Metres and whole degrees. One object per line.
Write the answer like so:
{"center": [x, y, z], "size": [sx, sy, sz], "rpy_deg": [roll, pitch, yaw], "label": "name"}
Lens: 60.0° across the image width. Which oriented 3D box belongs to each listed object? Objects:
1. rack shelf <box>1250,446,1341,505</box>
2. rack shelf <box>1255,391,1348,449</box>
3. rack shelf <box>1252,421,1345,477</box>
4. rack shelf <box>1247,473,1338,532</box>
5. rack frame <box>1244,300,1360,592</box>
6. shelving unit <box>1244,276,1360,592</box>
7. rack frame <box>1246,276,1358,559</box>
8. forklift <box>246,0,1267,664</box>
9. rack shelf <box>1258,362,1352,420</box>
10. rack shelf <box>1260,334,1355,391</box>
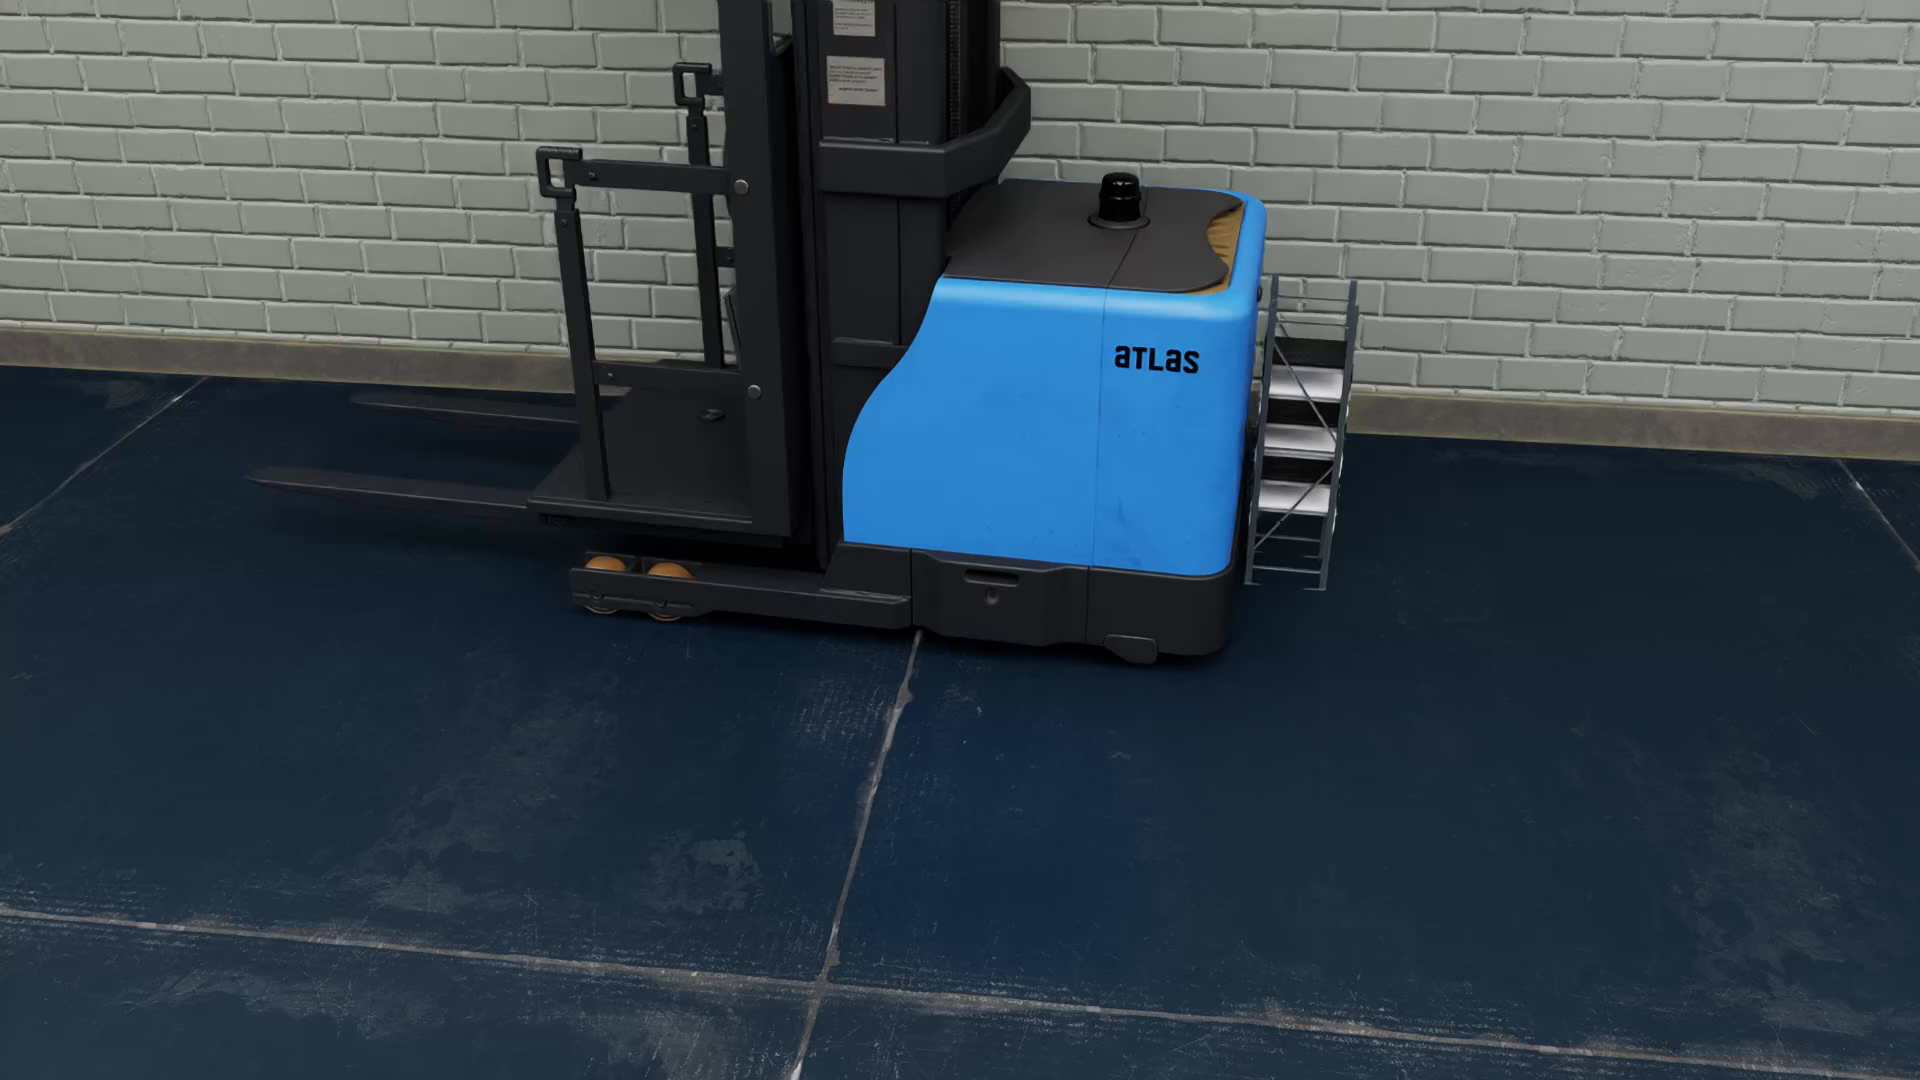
{"center": [0.992, -0.193, 4.919], "size": [0.258, 0.077, 0.200], "rpy_deg": [5, 29, 9], "label": "rack shelf"}
{"center": [0.992, -0.351, 4.833], "size": [0.258, 0.077, 0.200], "rpy_deg": [5, 29, 9], "label": "rack shelf"}
{"center": [0.992, -0.272, 4.876], "size": [0.258, 0.077, 0.200], "rpy_deg": [5, 29, 9], "label": "rack shelf"}
{"center": [0.992, -0.113, 4.961], "size": [0.258, 0.077, 0.200], "rpy_deg": [5, 29, 9], "label": "rack shelf"}
{"center": [0.973, -0.254, 4.772], "size": [0.240, 0.900, 0.006], "rpy_deg": [5, 29, 9], "label": "rack frame"}
{"center": [0.992, -0.301, 4.860], "size": [0.258, 0.900, 0.210], "rpy_deg": [5, 29, 9], "label": "shelving unit"}
{"center": [1.010, -0.349, 4.948], "size": [0.240, 0.900, 0.006], "rpy_deg": [5, 29, 9], "label": "rack frame"}
{"center": [-0.660, -1.293, 4.561], "size": [3.031, 2.935, 1.130], "rpy_deg": [6, 29, 10], "label": "forklift"}
{"center": [0.992, -0.430, 4.791], "size": [0.258, 0.077, 0.200], "rpy_deg": [5, 29, 9], "label": "rack shelf"}
{"center": [0.992, -0.510, 4.748], "size": [0.258, 0.077, 0.200], "rpy_deg": [5, 29, 9], "label": "rack shelf"}
